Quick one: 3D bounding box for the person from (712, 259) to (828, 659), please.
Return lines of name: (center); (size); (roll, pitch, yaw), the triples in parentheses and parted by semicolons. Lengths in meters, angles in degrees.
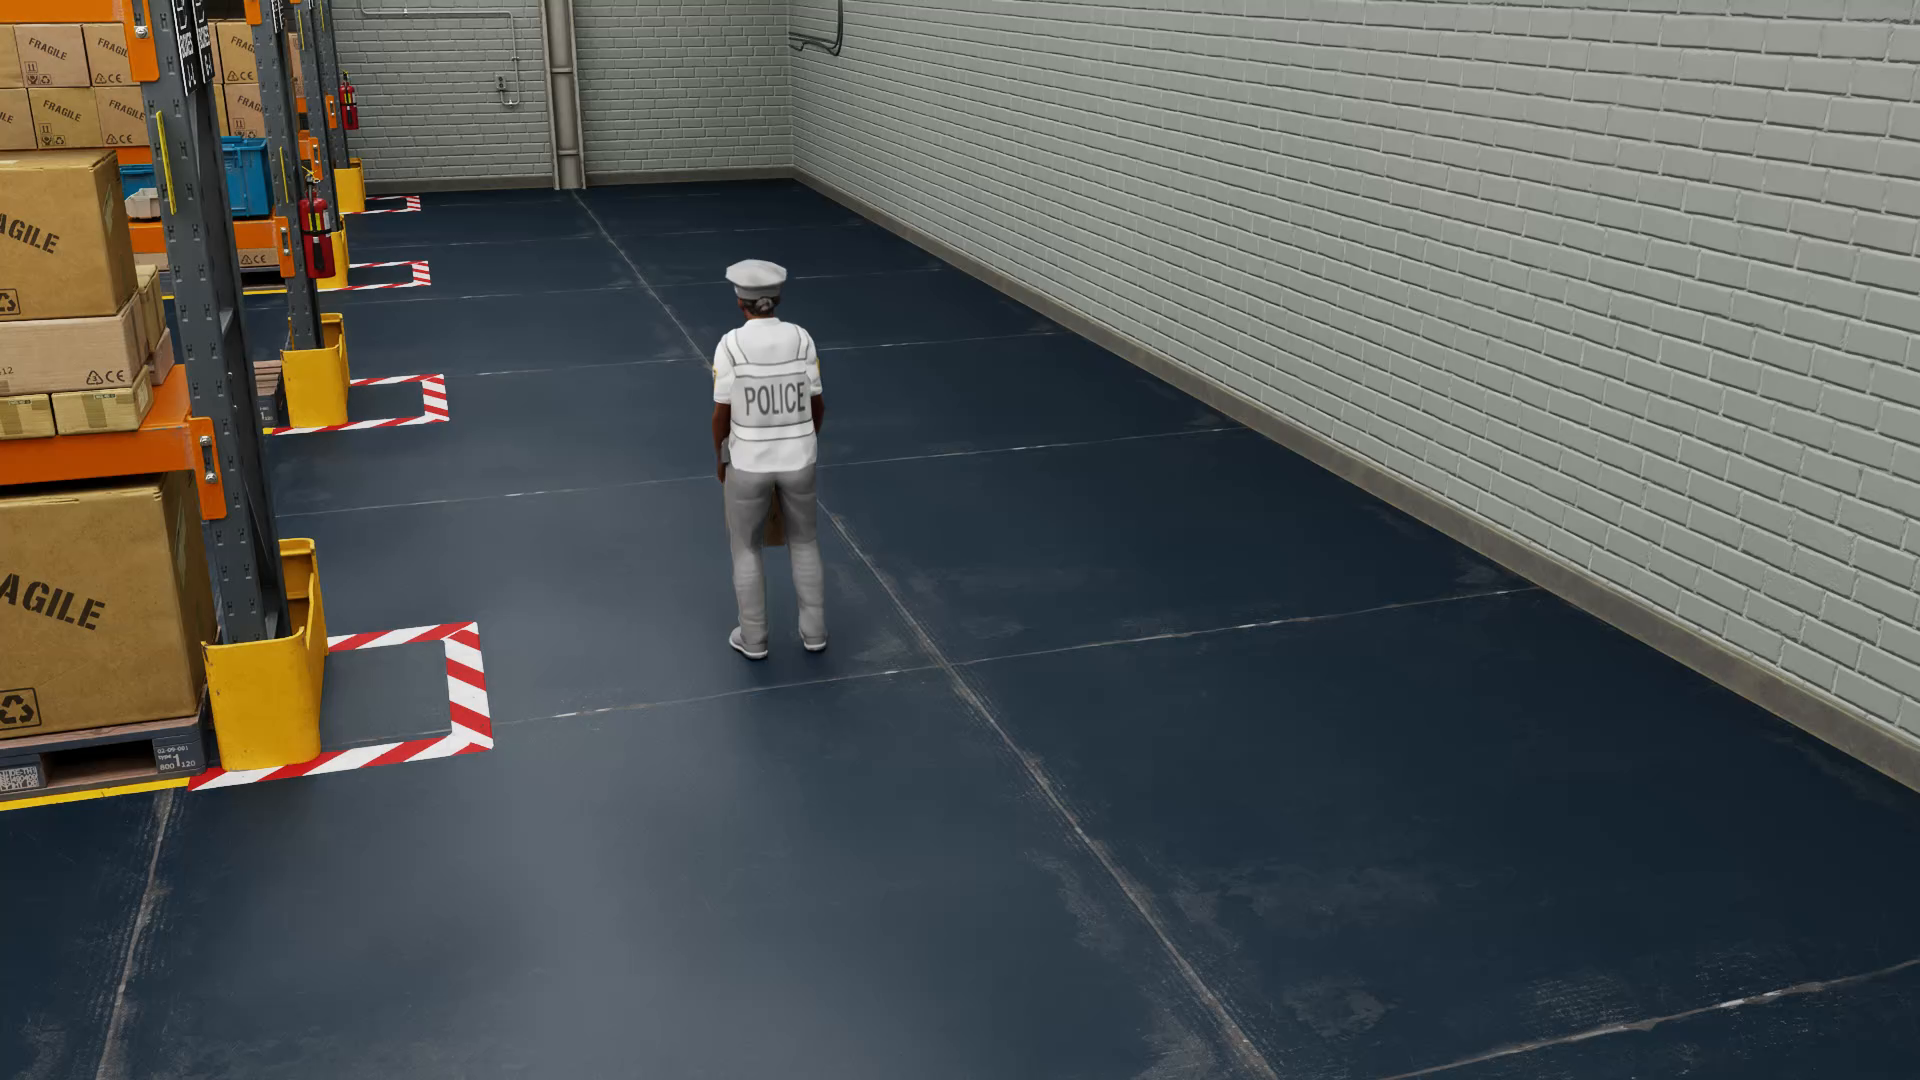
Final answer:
person: (-0.788, -0.316, 6.949); (0.492, 1.672, 0.372); (-7, 20, -19)
